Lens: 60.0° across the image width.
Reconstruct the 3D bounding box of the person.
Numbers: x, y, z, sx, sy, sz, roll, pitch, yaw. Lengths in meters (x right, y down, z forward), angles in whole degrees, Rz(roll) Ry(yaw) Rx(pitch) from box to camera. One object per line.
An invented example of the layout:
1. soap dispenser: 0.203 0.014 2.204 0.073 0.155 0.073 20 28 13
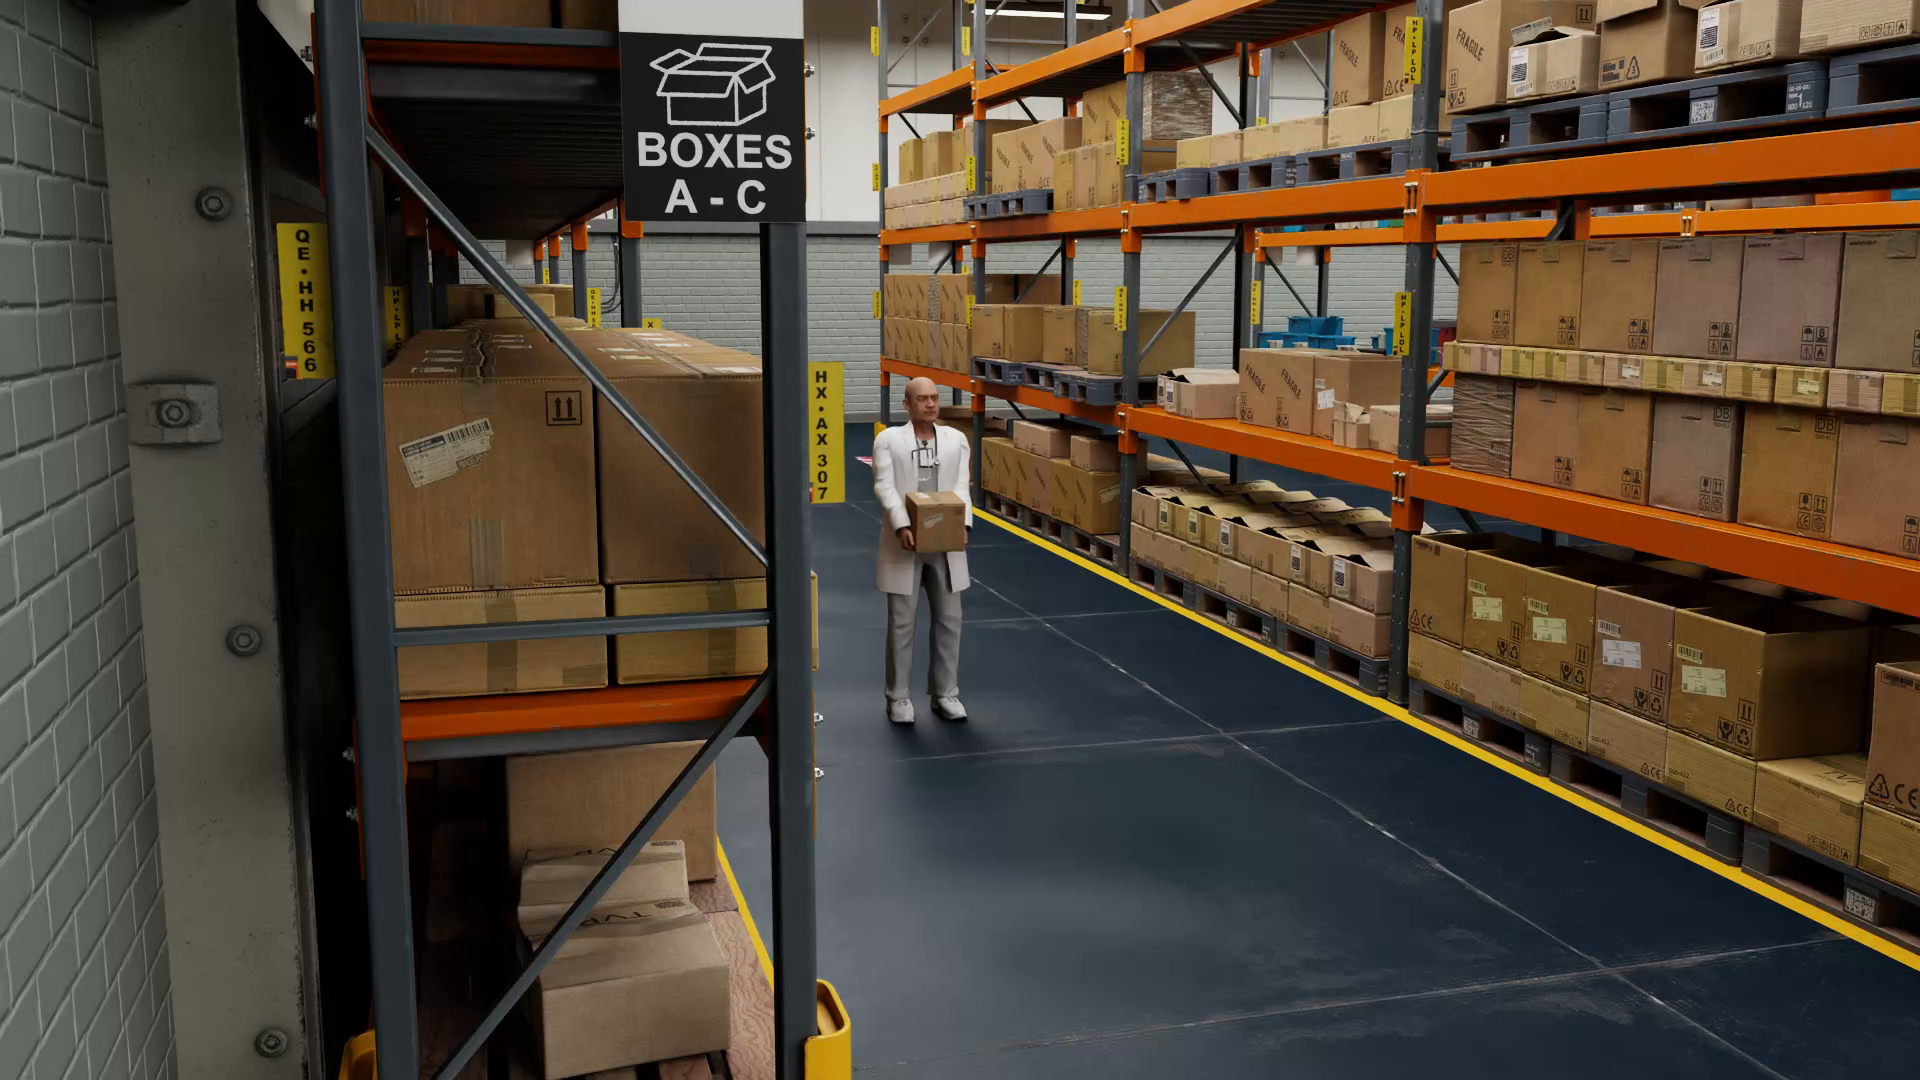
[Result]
1. person: -0.167 0.060 8.562 0.529 1.772 0.552 -2 9 -15
